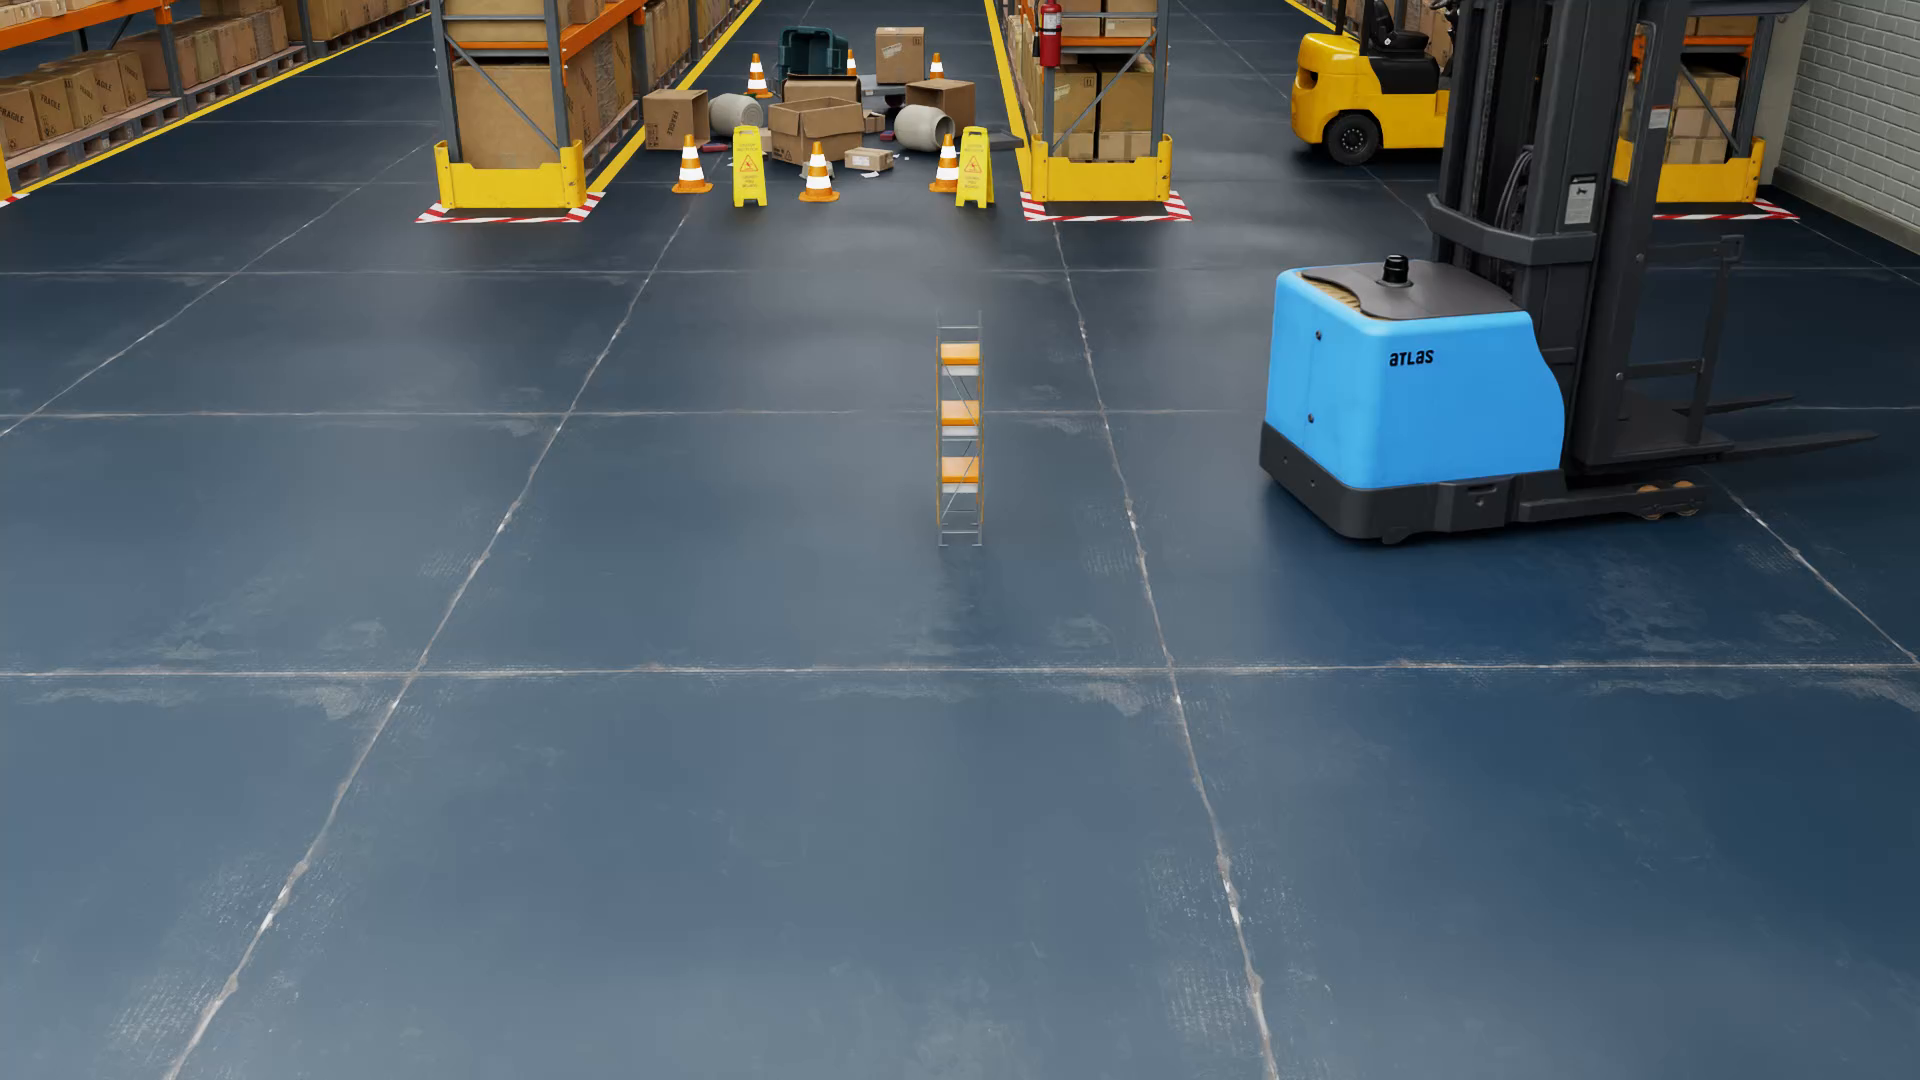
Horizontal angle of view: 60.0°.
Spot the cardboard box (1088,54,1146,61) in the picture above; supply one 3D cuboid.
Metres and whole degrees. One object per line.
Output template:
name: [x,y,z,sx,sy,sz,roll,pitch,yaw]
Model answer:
cardboard box: [1.455,-4.323,15.586,0.500,0.500,0.500,0,24,0]

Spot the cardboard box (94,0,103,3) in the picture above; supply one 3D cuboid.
cardboard box: [-8.540,-5.267,16.061,0.380,0.149,0.250,0,24,-1]

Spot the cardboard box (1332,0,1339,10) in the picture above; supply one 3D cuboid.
cardboard box: [5.809,-8.098,24.539,0.500,0.500,0.500,1,24,2]

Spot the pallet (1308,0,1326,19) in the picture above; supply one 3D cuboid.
pallet: [6.022,-8.259,25.754,1.003,0.211,1.213,0,24,-1]

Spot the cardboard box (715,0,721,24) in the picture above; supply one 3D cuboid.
cardboard box: [-3.617,-7.484,23.182,0.500,0.500,0.500,-1,24,-2]

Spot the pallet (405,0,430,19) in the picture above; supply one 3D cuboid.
pallet: [-8.775,-8.221,25.671,1.003,0.211,1.213,0,24,-1]

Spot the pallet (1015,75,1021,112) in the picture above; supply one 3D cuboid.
pallet: [1.142,-4.976,18.496,1.003,0.211,1.213,0,24,-1]

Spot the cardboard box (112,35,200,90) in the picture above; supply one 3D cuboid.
cardboard box: [-8.742,-5.196,18.098,0.700,0.500,0.500,-2,24,-5]

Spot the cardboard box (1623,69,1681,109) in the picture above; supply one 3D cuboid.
cardboard box: [5.842,-3.884,14.311,0.500,0.250,0.500,1,24,1]

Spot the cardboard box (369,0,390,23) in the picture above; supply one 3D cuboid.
cardboard box: [-8.807,-7.769,23.357,1.225,0.875,0.875,-1,24,-2]

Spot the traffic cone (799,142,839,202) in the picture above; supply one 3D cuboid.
traffic cone: [-1.205,-3.148,14.149,0.336,0.463,0.334,0,24,-1]

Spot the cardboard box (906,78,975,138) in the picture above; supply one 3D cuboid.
cardboard box: [-0.197,-4.340,16.737,0.500,0.500,0.500,19,30,35]

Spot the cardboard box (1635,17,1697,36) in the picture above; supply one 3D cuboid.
cardboard box: [5.891,-4.549,14.046,0.500,0.500,0.500,-1,24,-2]

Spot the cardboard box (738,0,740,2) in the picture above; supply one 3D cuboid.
cardboard box: [-3.569,-8.312,25.438,0.380,0.149,0.250,0,24,1]

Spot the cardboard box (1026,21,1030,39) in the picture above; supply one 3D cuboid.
cardboard box: [0.837,-4.994,16.281,0.380,0.149,0.250,1,24,1]

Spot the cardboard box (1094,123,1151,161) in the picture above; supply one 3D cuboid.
cardboard box: [1.464,-3.550,14.786,0.500,0.250,0.500,0,24,-1]

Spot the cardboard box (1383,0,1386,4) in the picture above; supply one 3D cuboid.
cardboard box: [5.857,-7.030,22.177,0.500,0.500,0.500,-1,24,-1]

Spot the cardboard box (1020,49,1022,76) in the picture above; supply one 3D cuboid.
cardboard box: [1.144,-5.136,18.145,0.950,0.372,0.625,0,24,0]

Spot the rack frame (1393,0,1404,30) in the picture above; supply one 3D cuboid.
rack frame: [6.072,-7.598,20.910,1.000,3.000,0.127,0,24,-1]

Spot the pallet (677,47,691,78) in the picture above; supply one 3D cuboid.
pallet: [-3.907,-5.915,20.571,1.003,0.211,1.213,0,24,-1]

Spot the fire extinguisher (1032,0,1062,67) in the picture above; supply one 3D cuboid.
fire extinguisher: [0.736,-4.193,13.475,0.296,0.674,0.183,0,24,-1]

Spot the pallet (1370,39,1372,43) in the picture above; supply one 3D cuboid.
pallet: [6.102,-6.635,22.165,1.003,0.211,1.213,0,24,-1]

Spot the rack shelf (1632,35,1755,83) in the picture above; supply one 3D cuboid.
rack shelf: [6.137,-4.798,15.591,1.077,0.370,4.000,0,24,-1]

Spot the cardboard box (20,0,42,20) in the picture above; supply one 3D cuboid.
cardboard box: [-8.499,-4.752,14.922,0.380,0.149,0.250,0,24,-1]

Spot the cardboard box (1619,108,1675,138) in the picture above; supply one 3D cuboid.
cardboard box: [5.841,-3.667,14.438,0.500,0.250,0.500,-1,24,-1]

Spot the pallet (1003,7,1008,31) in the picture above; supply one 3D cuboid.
pallet: [1.149,-7.634,24.374,1.003,0.211,1.213,0,24,-1]

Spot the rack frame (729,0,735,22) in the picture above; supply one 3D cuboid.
rack frame: [-3.884,-9.159,24.360,1.000,3.000,0.127,0,24,-1]

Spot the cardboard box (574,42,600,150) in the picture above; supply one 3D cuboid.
cardboard box: [-3.838,-4.079,15.197,0.875,0.875,0.875,-1,24,-1]

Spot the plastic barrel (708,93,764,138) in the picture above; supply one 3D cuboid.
plastic barrel: [-2.250,-4.228,16.584,0.512,0.421,0.421,19,30,35]

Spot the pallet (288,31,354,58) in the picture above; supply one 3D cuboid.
pallet: [-8.734,-6.584,22.052,1.003,0.211,1.213,0,24,-1]

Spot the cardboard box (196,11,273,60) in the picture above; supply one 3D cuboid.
cardboard box: [-8.755,-6.087,20.067,0.700,0.500,0.500,-2,24,-5]

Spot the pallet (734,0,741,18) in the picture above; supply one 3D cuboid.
pallet: [-3.926,-8.165,25.546,1.003,0.211,1.213,0,24,-1]

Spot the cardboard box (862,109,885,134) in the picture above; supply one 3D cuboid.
cardboard box: [-0.985,-4.335,17.012,0.258,0.266,0.396,-19,31,-36]

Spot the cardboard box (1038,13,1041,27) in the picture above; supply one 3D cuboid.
cardboard box: [0.864,-4.420,14.188,0.380,0.149,0.250,-1,24,-1]

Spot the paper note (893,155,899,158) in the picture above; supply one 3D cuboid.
paper note: [-0.664,-3.651,15.799,0.148,0.019,0.142,8,26,18]

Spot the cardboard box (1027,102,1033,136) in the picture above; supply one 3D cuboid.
cardboard box: [0.909,-3.977,15.731,0.500,0.250,0.500,-1,24,-2]

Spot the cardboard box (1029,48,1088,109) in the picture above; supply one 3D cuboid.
cardboard box: [0.919,-4.310,15.556,0.500,0.500,0.500,-1,24,-2]

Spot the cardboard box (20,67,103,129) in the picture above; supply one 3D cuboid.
cardboard box: [-8.694,-4.277,16.091,0.500,0.500,0.500,-2,24,-5]

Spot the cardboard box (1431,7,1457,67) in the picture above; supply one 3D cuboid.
cardboard box: [6.088,-5.904,19.535,0.875,0.625,0.625,-1,24,-3]

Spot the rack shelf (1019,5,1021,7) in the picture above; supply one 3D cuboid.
rack shelf: [1.130,-6.422,19.183,1.077,0.370,4.000,0,24,-1]

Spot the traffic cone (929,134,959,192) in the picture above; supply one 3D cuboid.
traffic cone: [-0.099,-3.293,14.470,0.336,0.463,0.334,0,24,-1]

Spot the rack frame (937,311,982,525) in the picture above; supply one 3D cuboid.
rack frame: [-0.002,-0.551,7.694,0.200,1.050,0.008,0,24,-1]

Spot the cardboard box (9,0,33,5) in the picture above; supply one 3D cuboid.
cardboard box: [-8.780,-5.053,14.799,0.875,0.500,0.500,0,24,-1]

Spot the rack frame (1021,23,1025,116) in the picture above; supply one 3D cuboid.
rack frame: [1.152,-5.926,17.212,1.000,3.000,0.127,0,24,-1]

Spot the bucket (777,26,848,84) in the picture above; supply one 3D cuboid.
bucket: [-1.490,-5.017,17.331,0.726,0.611,0.620,8,16,18]

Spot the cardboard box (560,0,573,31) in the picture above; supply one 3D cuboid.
cardboard box: [-3.830,-4.661,14.234,0.875,0.550,0.550,0,24,-1]

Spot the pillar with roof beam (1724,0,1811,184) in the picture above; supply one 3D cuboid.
pillar with roof beam: [2.748,-7.307,12.985,9.100,9.000,0.400,0,24,-1]

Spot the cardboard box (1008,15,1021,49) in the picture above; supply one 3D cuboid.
cardboard box: [1.105,-6.335,20.797,0.950,0.372,0.625,-2,24,-4]

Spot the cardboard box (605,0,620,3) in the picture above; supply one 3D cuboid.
cardboard box: [-3.752,-5.552,16.203,0.875,0.550,0.550,0,24,-1]

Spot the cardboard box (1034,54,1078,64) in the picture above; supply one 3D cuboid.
cardboard box: [0.855,-4.333,14.821,0.380,0.149,0.250,0,24,1]

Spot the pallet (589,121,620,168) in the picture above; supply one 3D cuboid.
pallet: [-3.850,-3.774,15.838,1.003,0.211,1.213,0,24,-1]

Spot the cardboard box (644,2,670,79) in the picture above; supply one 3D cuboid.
cardboard box: [-3.900,-5.681,18.892,1.050,0.750,0.750,0,24,-1]

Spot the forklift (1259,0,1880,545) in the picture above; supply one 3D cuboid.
forklift: [3.089,-1.633,7.804,3.031,2.935,1.130,-6,25,-13]

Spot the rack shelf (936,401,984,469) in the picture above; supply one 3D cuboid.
rack shelf: [-0.001,-0.491,7.587,0.215,0.259,0.240,0,24,-1]

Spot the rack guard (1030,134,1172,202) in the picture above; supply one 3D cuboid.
rack guard: [1.195,-3.170,14.152,1.175,0.500,0.348,0,24,-1]

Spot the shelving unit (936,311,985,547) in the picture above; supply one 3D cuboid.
shelving unit: [-0.001,-0.500,7.582,0.215,1.050,0.252,0,24,-1]
